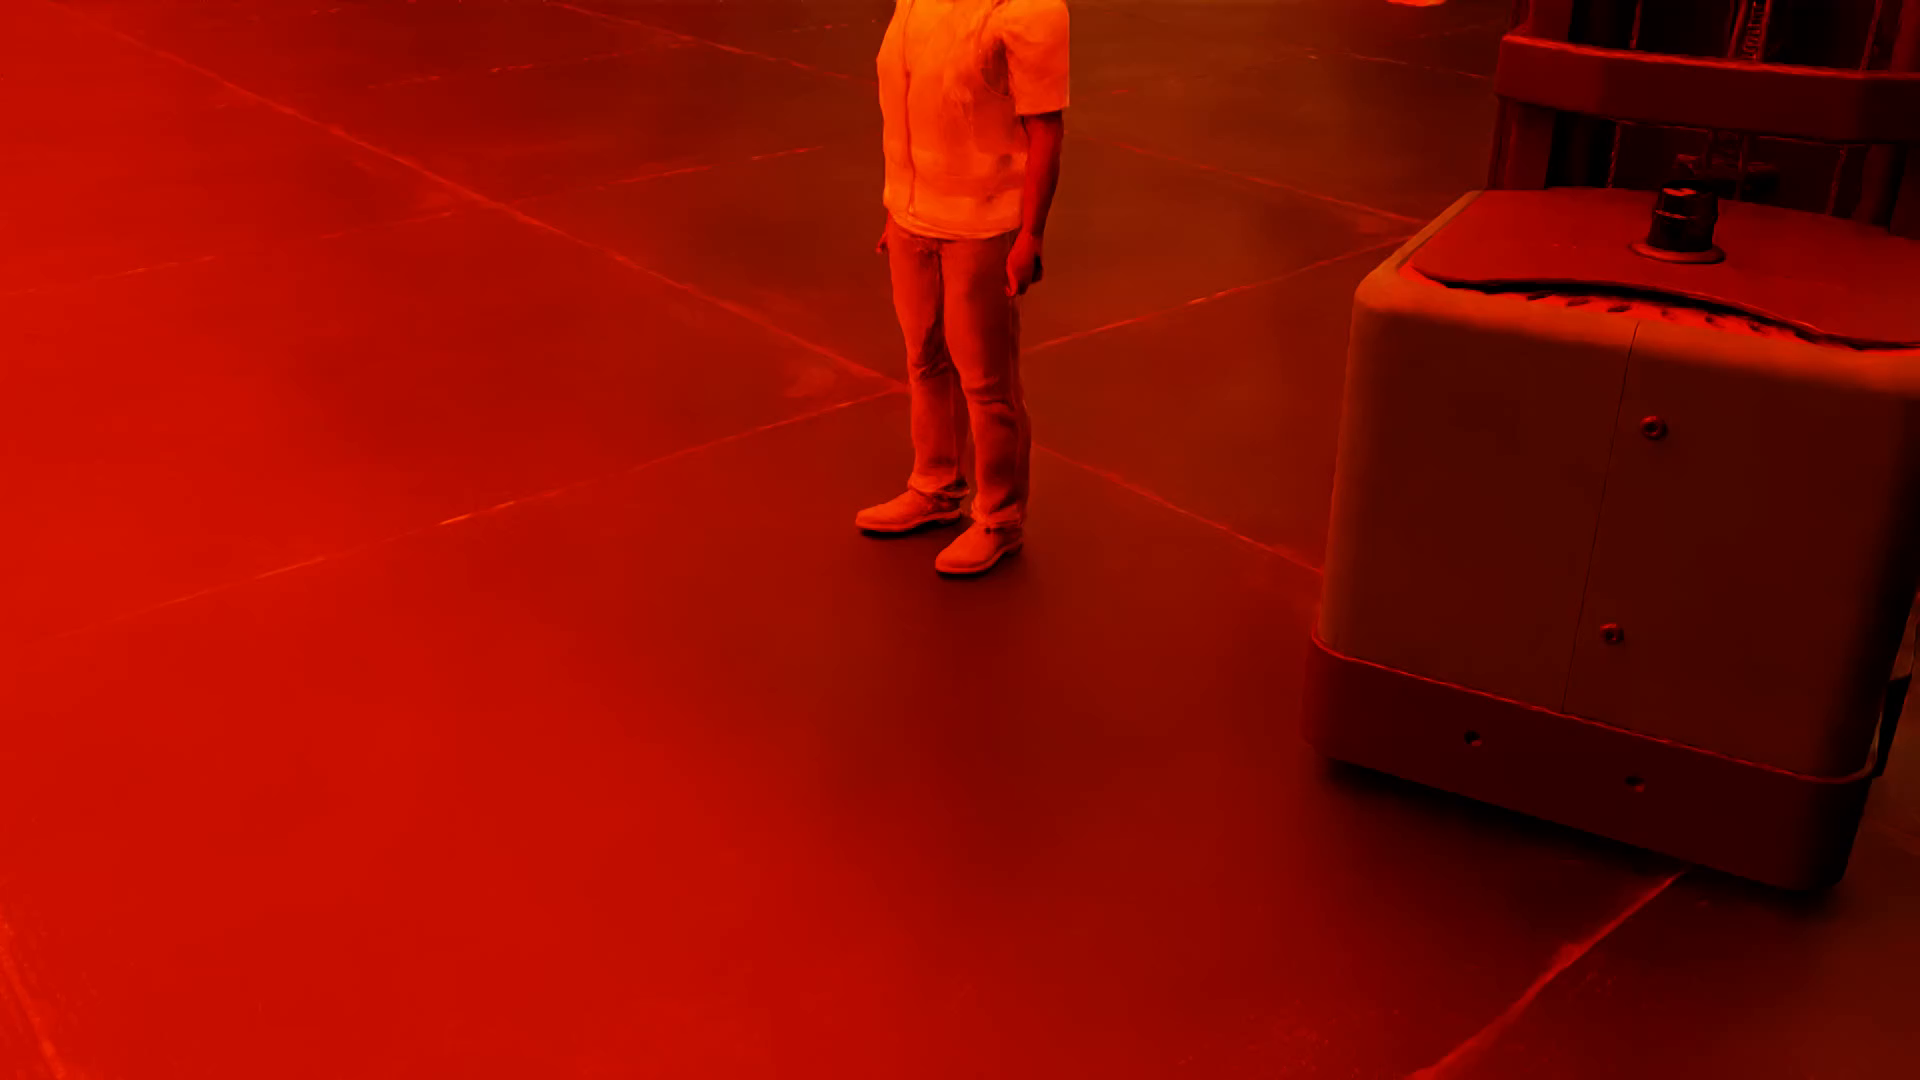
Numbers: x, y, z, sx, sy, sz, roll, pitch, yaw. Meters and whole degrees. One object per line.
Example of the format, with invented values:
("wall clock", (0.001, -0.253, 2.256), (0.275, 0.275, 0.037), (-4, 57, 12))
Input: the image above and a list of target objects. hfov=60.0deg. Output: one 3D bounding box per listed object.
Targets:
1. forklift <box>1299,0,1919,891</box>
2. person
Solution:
("forklift", (1.893, -1.287, 3.797), (1.130, 2.935, 3.031), (14, 30, 27))
("person", (-0.009, -0.788, 4.100), (0.367, 1.771, 0.559), (-20, 33, -35))
